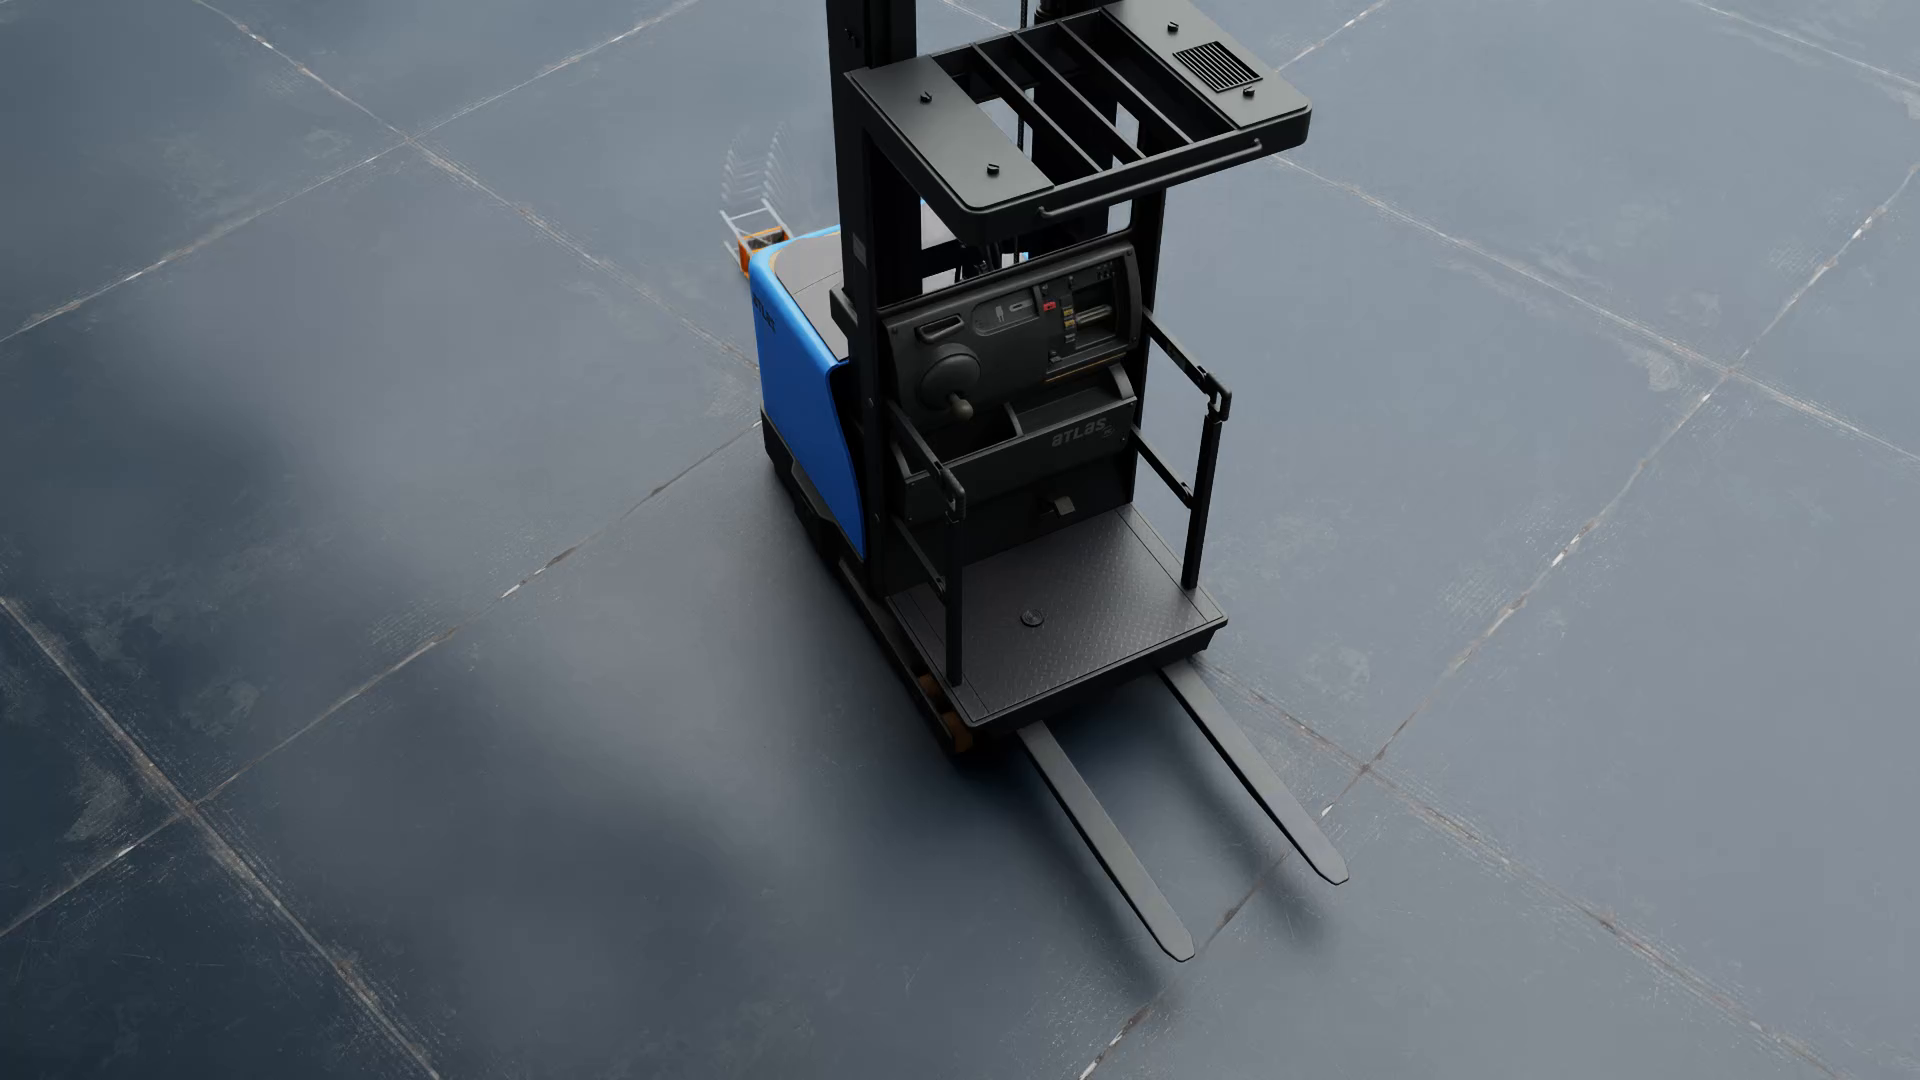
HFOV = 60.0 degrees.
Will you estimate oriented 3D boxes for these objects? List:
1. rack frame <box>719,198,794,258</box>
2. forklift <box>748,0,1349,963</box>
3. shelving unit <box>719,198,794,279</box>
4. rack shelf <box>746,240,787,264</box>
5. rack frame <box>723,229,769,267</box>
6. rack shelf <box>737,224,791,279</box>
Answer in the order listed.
[{"bbox_3d":[-0.794,-1.255,7.777,0.240,0.006,1.200,-20,50,-18],"label":"rack frame"},{"bbox_3d":[0.293,-0.596,5.408,1.130,2.935,3.031,-21,50,-19],"label":"forklift"},{"bbox_3d":[-0.794,-1.192,7.843,0.258,0.189,1.200,-20,50,-18],"label":"shelving unit"},{"bbox_3d":[-0.883,-1.318,7.963,0.258,0.180,0.103,-20,50,-18],"label":"rack shelf"},{"bbox_3d":[-0.793,-1.129,7.909,0.240,0.006,1.200,-20,50,-18],"label":"rack frame"},{"bbox_3d":[-0.938,-1.395,8.037,0.258,0.180,0.103,-20,50,-18],"label":"rack shelf"}]
